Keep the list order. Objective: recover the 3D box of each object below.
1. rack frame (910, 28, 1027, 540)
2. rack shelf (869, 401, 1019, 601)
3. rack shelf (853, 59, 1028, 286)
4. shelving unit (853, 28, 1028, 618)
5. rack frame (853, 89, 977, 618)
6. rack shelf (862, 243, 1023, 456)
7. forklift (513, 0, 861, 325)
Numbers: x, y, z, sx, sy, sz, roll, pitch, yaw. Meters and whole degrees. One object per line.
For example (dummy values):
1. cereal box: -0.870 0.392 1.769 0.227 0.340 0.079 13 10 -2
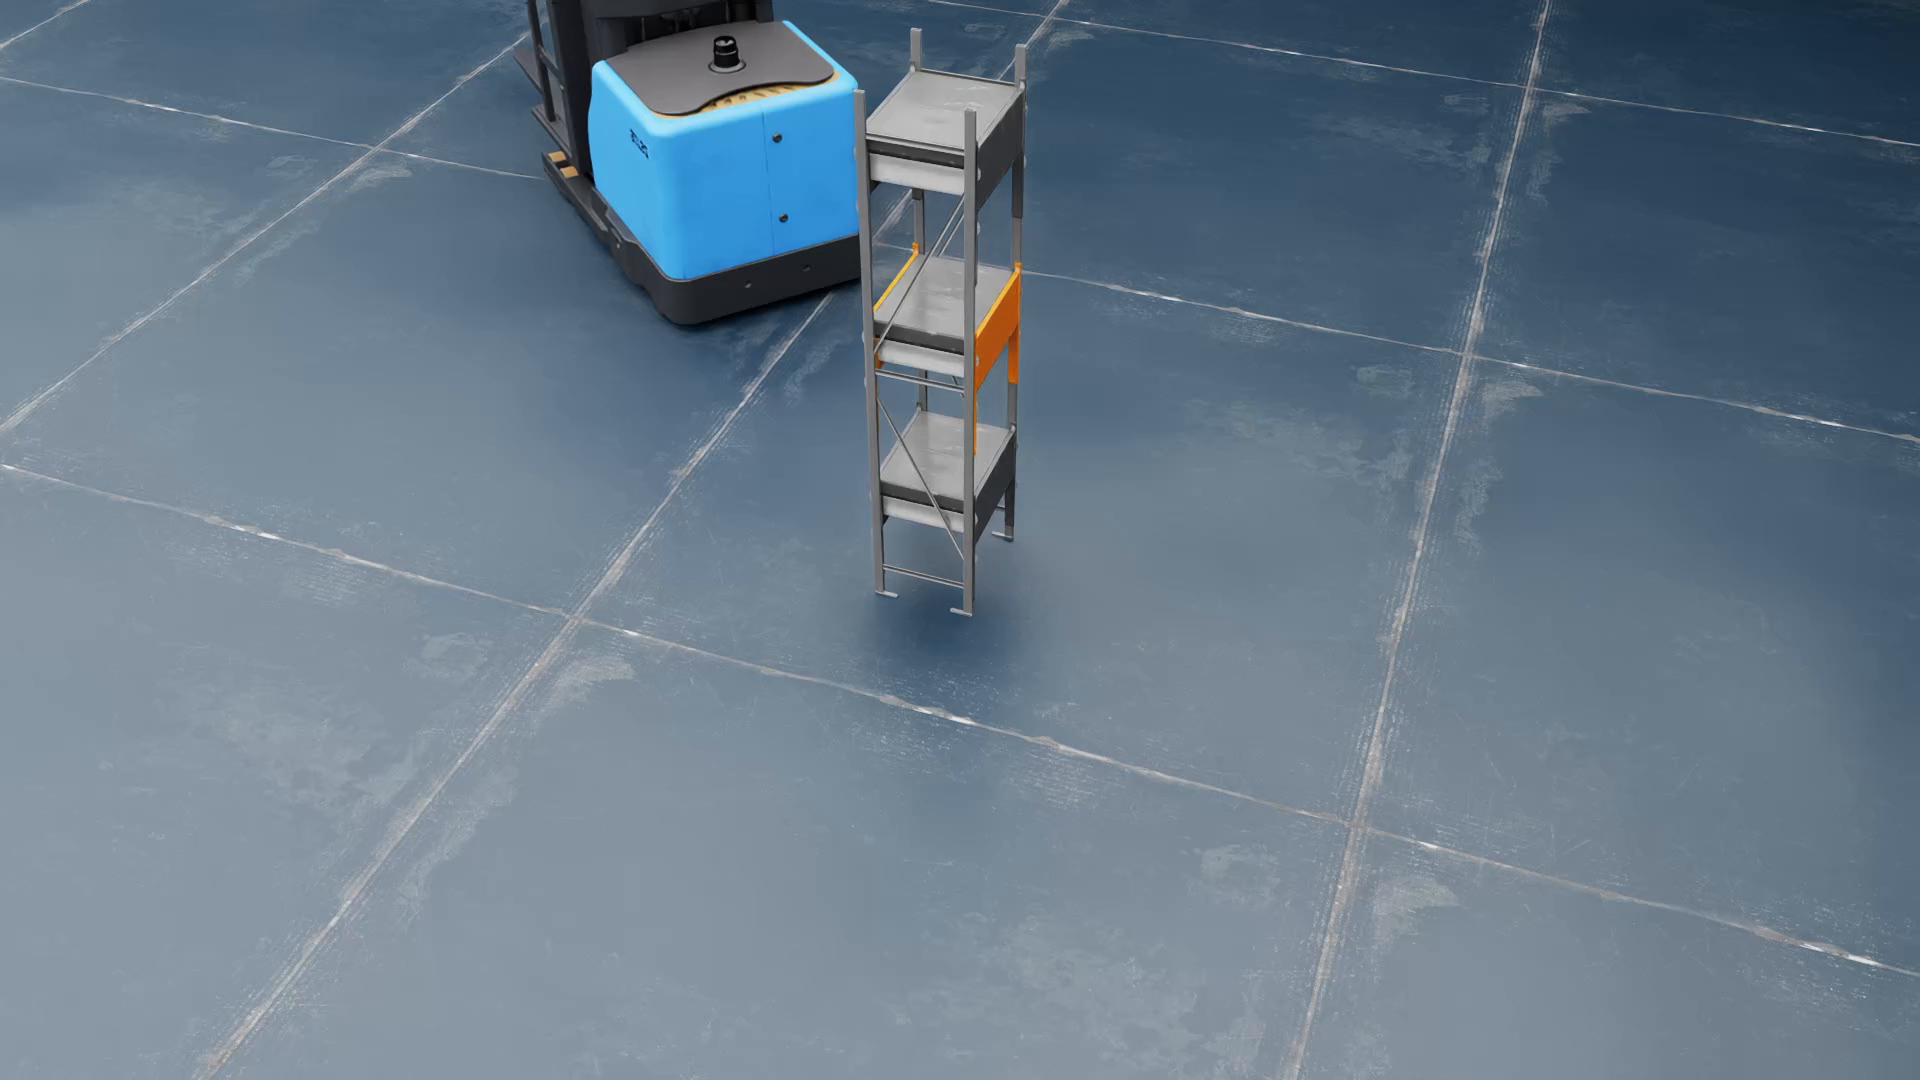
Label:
1. rack frame: 0.027 -0.847 6.125 0.400 2.100 0.015 13 42 15
2. rack shelf: -0.057 -0.155 6.413 0.431 0.518 0.480 13 42 15
3. rack shelf: -0.057 -1.220 5.505 0.431 0.518 0.480 13 42 15
4. shelving unit: -0.057 -0.698 5.950 0.431 2.100 0.503 13 42 15
5. rack frame: -0.140 -0.549 5.776 0.400 2.100 0.015 13 42 15
6. rack shelf: -0.057 -0.687 5.959 0.431 0.518 0.480 13 42 15
7. forklift: -1.603 -3.071 8.092 1.130 2.935 3.031 -20 44 -22
